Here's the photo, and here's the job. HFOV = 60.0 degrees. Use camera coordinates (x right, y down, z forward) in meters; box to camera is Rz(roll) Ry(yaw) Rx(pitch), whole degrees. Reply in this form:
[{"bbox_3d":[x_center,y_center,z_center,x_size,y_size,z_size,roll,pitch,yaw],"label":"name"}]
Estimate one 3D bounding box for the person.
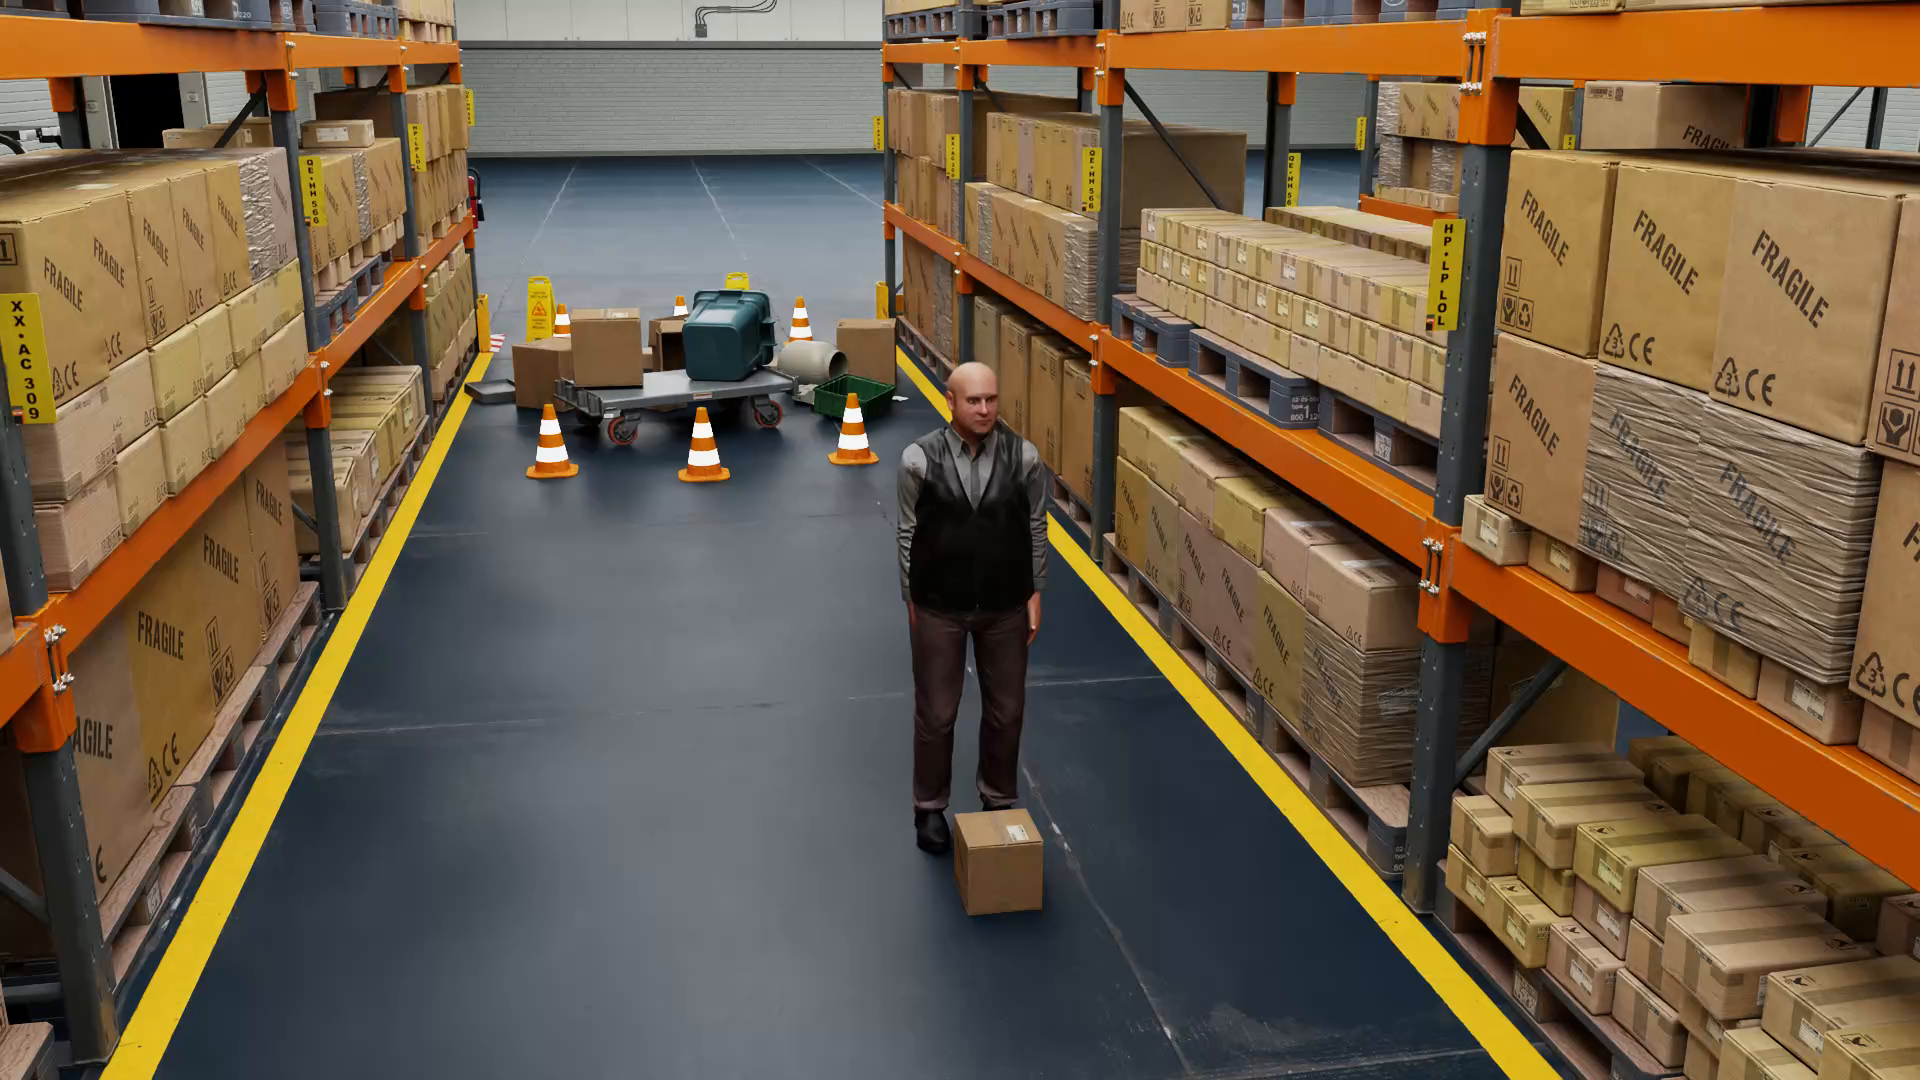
[{"bbox_3d":[0.050,0.240,5.789,0.532,1.728,0.360,-3,16,-9],"label":"person"}]
